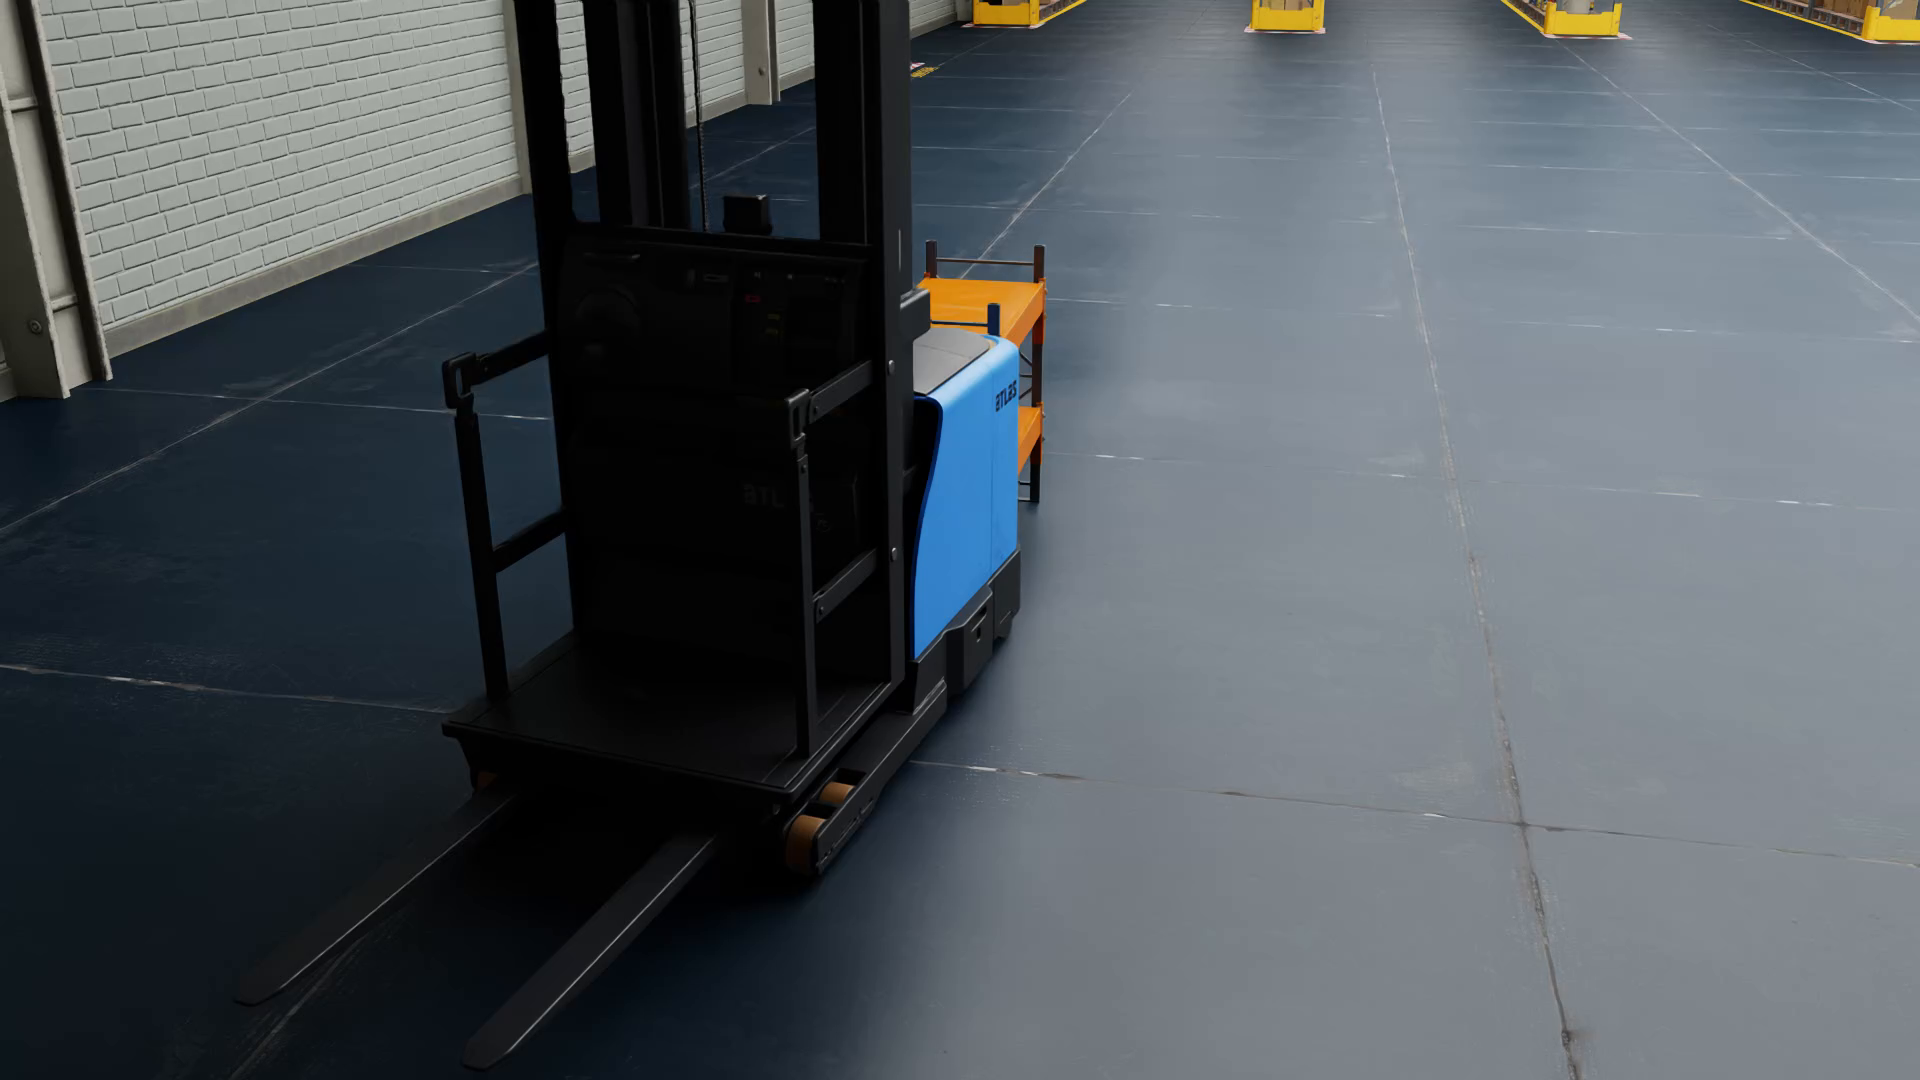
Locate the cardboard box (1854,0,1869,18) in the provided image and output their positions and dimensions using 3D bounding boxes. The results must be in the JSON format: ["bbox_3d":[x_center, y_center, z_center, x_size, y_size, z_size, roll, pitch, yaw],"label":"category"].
[{"bbox_3d":[15.734,-9.247,28.583,0.500,0.500,0.500,7,23,16],"label":"cardboard box"}]

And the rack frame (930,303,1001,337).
[{"bbox_3d":[-0.102,-0.338,6.188,0.500,1.125,0.032,4,22,11],"label":"rack frame"}]

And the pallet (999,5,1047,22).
[{"bbox_3d":[1.024,-9.698,30.650,1.003,0.211,1.213,4,22,11],"label":"pallet"}]

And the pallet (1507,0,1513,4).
[{"bbox_3d":[11.943,-11.266,34.543,1.003,0.211,1.213,4,22,11],"label":"pallet"}]

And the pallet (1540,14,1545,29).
[{"bbox_3d":[10.647,-8.948,28.789,1.003,0.211,1.213,4,22,11],"label":"pallet"}]

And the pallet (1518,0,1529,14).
[{"bbox_3d":[11.445,-10.373,32.327,1.003,0.211,1.213,4,22,11],"label":"pallet"}]

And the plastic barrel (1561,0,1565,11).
[{"bbox_3d":[10.668,-9.384,28.907,0.421,0.512,0.421,0,22,0],"label":"plastic barrel"}]

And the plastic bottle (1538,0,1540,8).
[{"bbox_3d":[10.627,-9.864,30.287,0.144,0.351,0.185,4,22,10],"label":"plastic bottle"}]

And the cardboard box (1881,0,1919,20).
[{"bbox_3d":[15.499,-8.798,27.469,0.500,0.500,0.500,9,24,21],"label":"cardboard box"}]

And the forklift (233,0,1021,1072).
[{"bbox_3d":[-0.778,-0.612,4.450,1.130,2.935,3.031,8,23,19],"label":"forklift"}]

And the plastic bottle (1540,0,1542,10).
[{"bbox_3d":[10.559,-9.700,29.981,0.152,0.276,0.135,4,22,9],"label":"plastic bottle"}]

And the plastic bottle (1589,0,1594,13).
[{"bbox_3d":[11.182,-9.491,29.469,0.097,0.271,0.097,0,22,0],"label":"plastic bottle"}]

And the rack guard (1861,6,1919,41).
[{"bbox_3d":[15.371,-8.404,27.052,1.175,0.500,0.348,4,22,11],"label":"rack guard"}]

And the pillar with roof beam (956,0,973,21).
[{"bbox_3d":[4.318,-13.445,28.193,9.100,9.000,0.400,4,22,11],"label":"pillar with roof beam"}]

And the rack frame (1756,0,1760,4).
[{"bbox_3d":[16.988,-12.462,33.781,1.000,3.000,0.127,4,22,11],"label":"rack frame"}]

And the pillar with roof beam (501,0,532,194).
[{"bbox_3d":[0.645,-6.862,11.847,9.100,9.000,0.400,4,22,11],"label":"pillar with roof beam"}]

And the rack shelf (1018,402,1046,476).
[{"bbox_3d":[0.001,-0.297,6.741,0.538,0.278,1.000,4,22,11],"label":"rack shelf"}]

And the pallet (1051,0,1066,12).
[{"bbox_3d":[1.522,-10.590,32.866,1.003,0.211,1.213,4,22,11],"label":"pallet"}]

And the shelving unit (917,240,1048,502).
[{"bbox_3d":[0.001,-0.524,6.650,0.538,1.125,1.048,4,22,11],"label":"shelving unit"}]

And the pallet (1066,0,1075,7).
[{"bbox_3d":[1.782,-11.123,34.189,1.003,0.211,1.213,4,22,11],"label":"pallet"}]

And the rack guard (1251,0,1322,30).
[{"bbox_3d":[5.653,-9.124,28.840,1.175,0.500,0.348,4,22,11],"label":"rack guard"}]

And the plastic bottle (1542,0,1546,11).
[{"bbox_3d":[10.458,-9.607,29.739,0.061,0.283,0.133,5,22,12],"label":"plastic bottle"}]

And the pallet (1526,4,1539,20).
[{"bbox_3d":[11.145,-9.841,31.005,1.003,0.211,1.213,4,22,11],"label":"pallet"}]

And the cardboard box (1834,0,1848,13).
[{"bbox_3d":[15.941,-9.681,29.660,0.500,0.500,0.500,12,25,28],"label":"cardboard box"}]

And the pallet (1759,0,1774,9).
[{"bbox_3d":[16.827,-10.883,33.592,1.003,0.211,1.213,4,22,11],"label":"pallet"}]

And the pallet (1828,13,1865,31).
[{"bbox_3d":[15.822,-9.010,28.942,1.003,0.211,1.213,4,22,11],"label":"pallet"}]

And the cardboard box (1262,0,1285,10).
[{"bbox_3d":[5.478,-9.431,29.373,0.500,0.250,0.500,4,22,11],"label":"cardboard box"}]

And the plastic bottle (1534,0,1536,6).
[{"bbox_3d":[10.752,-10.088,30.844,0.144,0.351,0.185,5,22,12],"label":"plastic bottle"}]

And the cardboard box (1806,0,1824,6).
[{"bbox_3d":[16.318,-10.266,31.087,0.700,0.500,0.500,3,22,7],"label":"cardboard box"}]

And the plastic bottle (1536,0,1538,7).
[{"bbox_3d":[10.639,-9.931,30.543,0.061,0.283,0.133,5,23,13],"label":"plastic bottle"}]

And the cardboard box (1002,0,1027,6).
[{"bbox_3d":[1.037,-9.872,30.360,0.500,0.311,0.500,2,22,5],"label":"cardboard box"}]

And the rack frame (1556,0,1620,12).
[{"bbox_3d":[10.507,-9.914,27.454,1.000,3.000,0.127,4,22,11],"label":"rack frame"}]

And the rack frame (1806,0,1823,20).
[{"bbox_3d":[16.172,-10.999,30.149,1.000,3.000,0.127,4,22,11],"label":"rack frame"}]
